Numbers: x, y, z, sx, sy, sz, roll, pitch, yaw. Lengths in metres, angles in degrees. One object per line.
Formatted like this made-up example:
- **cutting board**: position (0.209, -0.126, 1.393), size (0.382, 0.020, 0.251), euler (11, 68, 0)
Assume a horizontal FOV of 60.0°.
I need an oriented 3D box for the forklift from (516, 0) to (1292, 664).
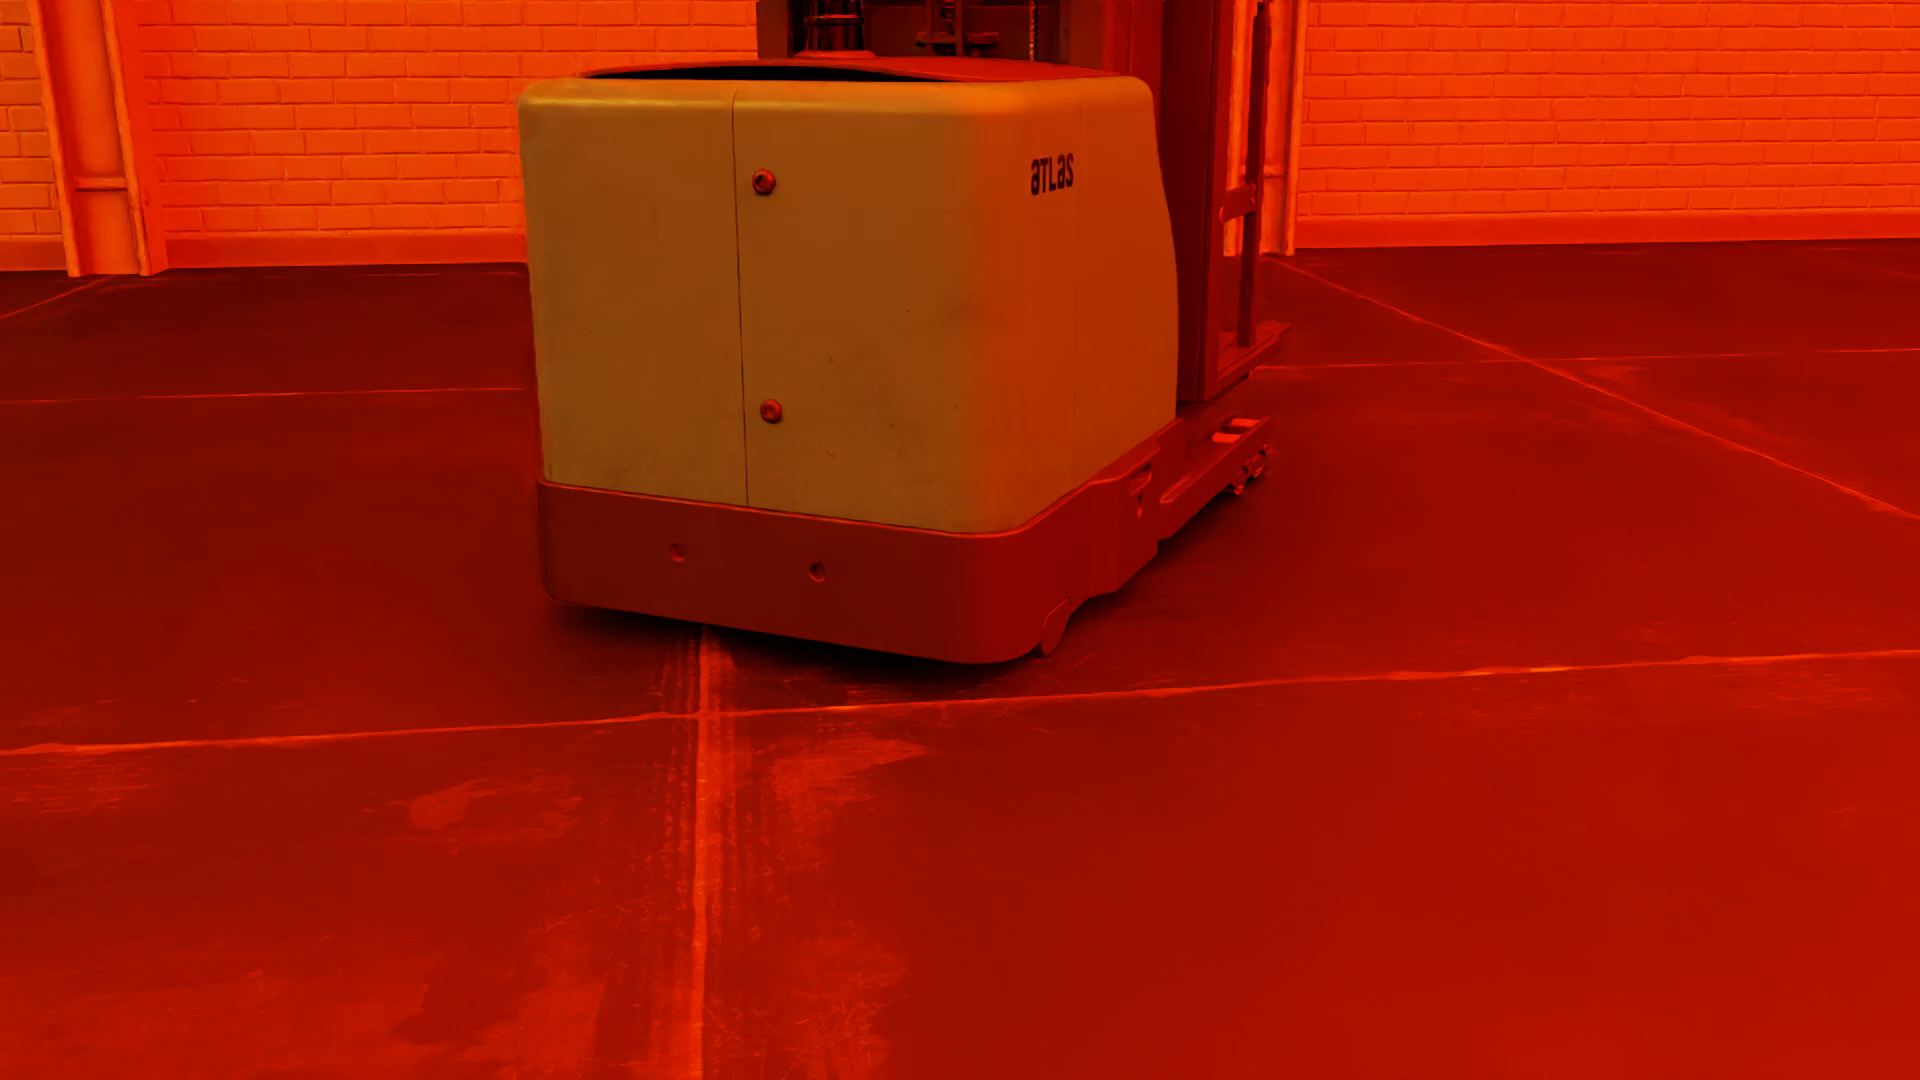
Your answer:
- **forklift**: position (0.206, -1.562, 4.071), size (1.130, 2.935, 3.031), euler (7, 18, 22)
